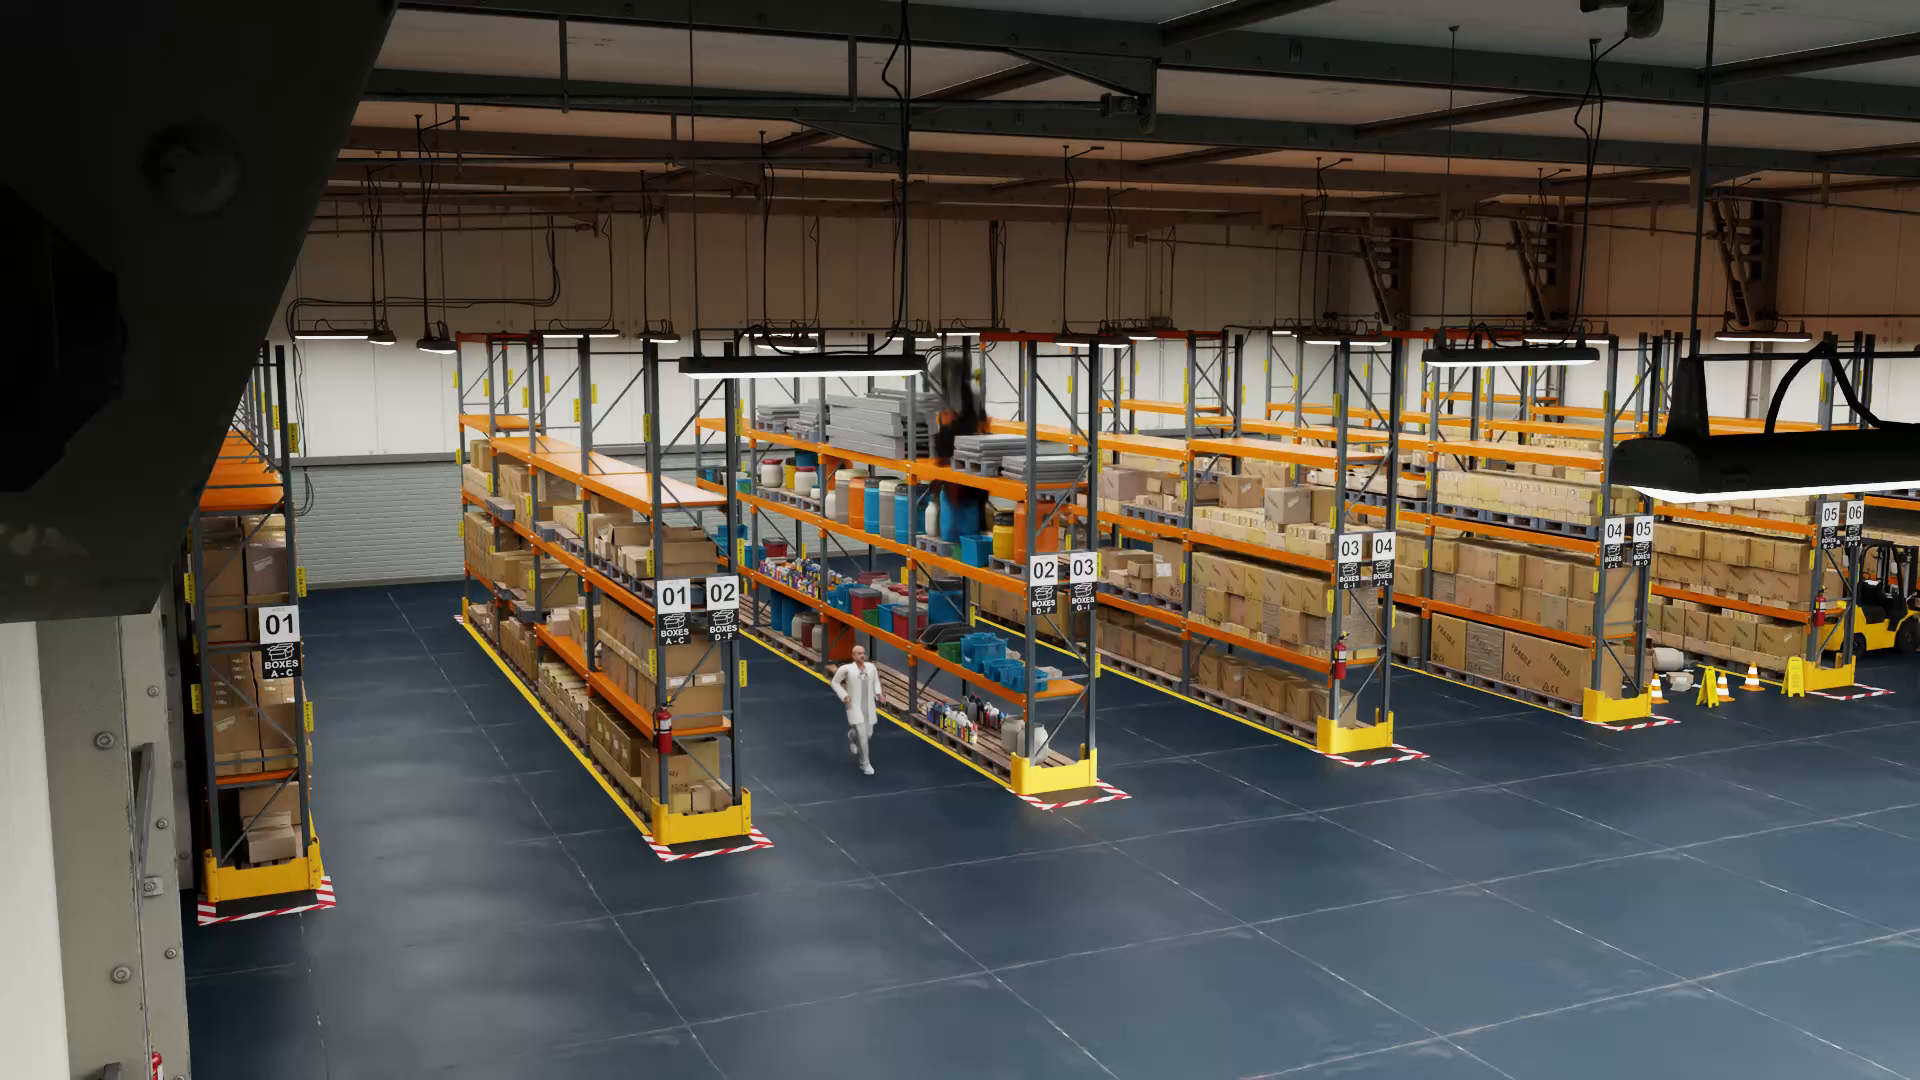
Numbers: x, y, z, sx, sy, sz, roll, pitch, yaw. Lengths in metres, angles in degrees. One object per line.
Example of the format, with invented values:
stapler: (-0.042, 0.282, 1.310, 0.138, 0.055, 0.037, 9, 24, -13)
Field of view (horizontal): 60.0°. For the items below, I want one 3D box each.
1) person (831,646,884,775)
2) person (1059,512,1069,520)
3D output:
person: (-1.430, 2.345, 23.296, 0.711, 1.765, 0.880, -4, 9, -29)
person: (2.558, -0.024, 40.915, 0.714, 1.730, 0.617, 2, 8, 14)
